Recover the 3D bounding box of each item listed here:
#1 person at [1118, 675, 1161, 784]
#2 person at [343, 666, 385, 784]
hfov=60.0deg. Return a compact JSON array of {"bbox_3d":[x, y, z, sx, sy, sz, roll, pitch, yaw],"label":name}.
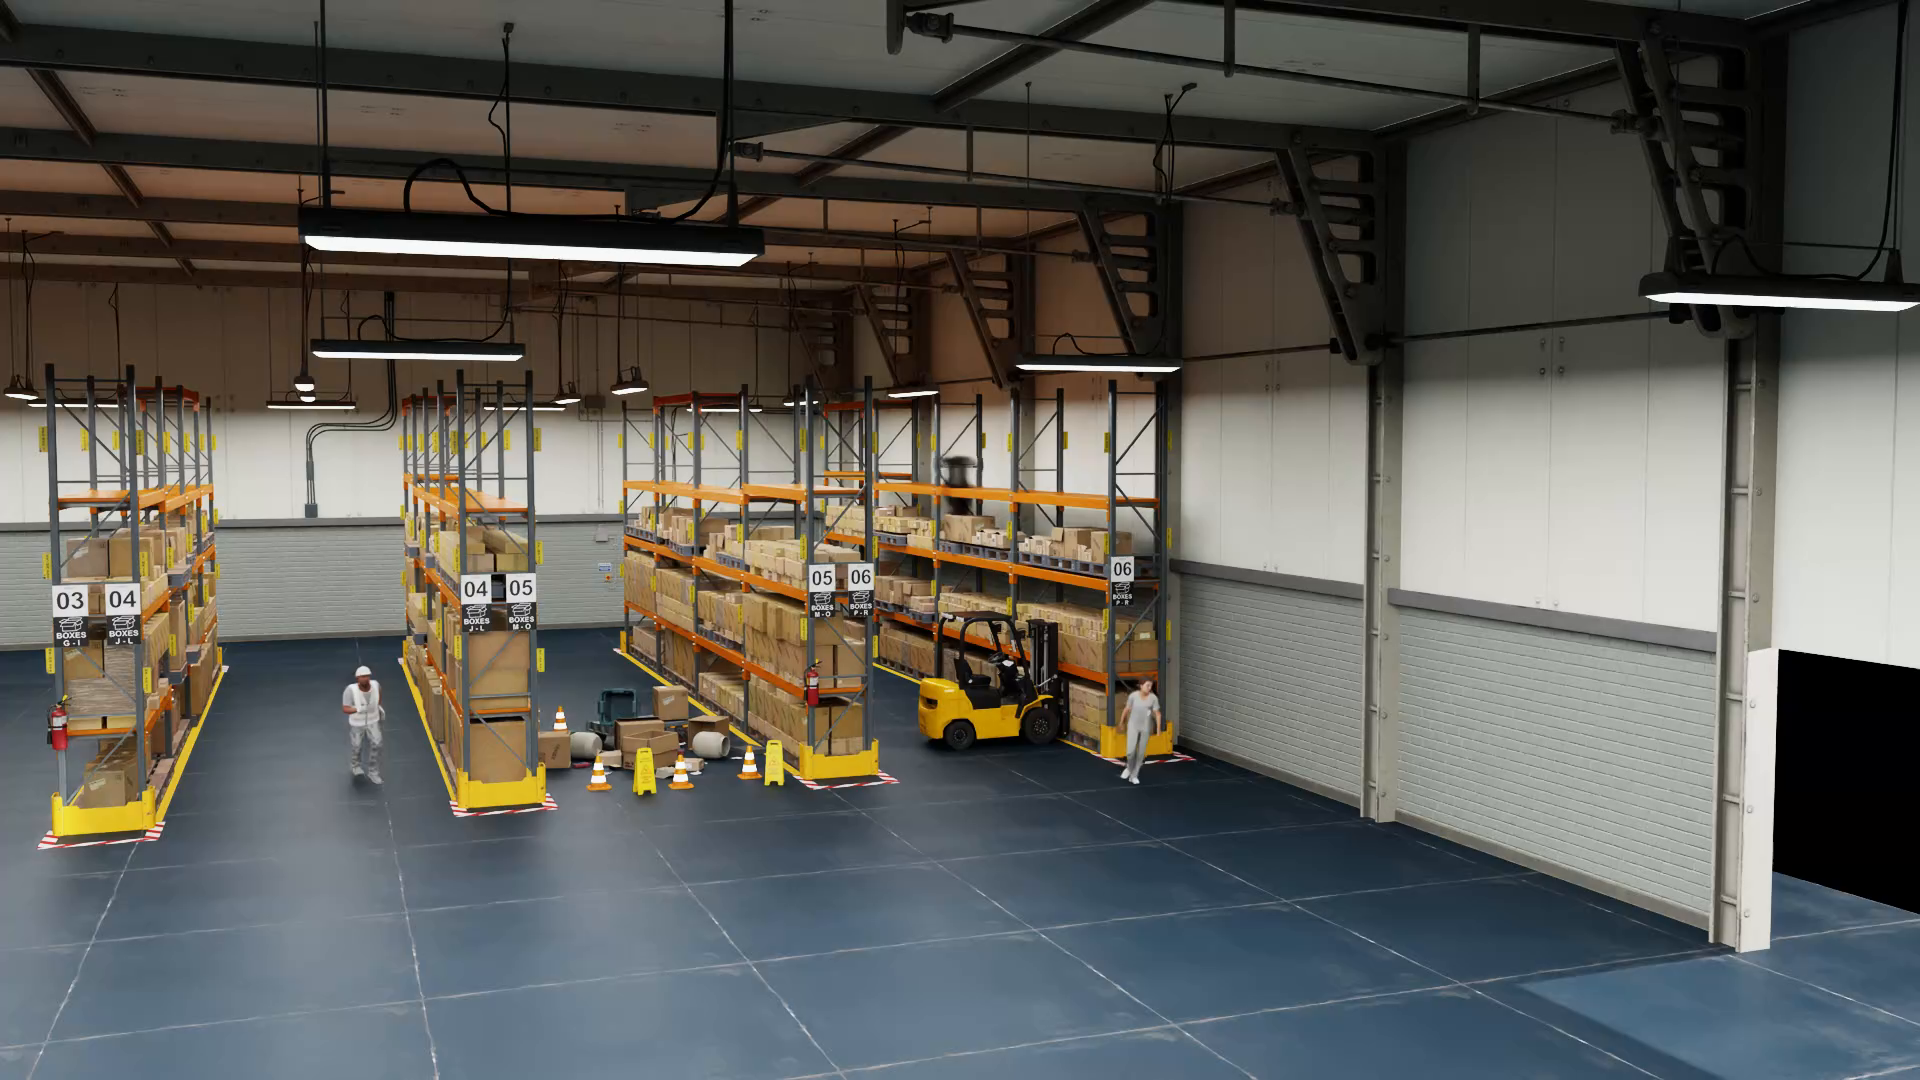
[{"bbox_3d":[2.638,2.776,24.280,0.567,1.620,0.596,0,3,-6],"label":"person"},{"bbox_3d":[-8.735,2.690,24.378,0.633,1.728,0.993,-2,4,-29],"label":"person"}]
